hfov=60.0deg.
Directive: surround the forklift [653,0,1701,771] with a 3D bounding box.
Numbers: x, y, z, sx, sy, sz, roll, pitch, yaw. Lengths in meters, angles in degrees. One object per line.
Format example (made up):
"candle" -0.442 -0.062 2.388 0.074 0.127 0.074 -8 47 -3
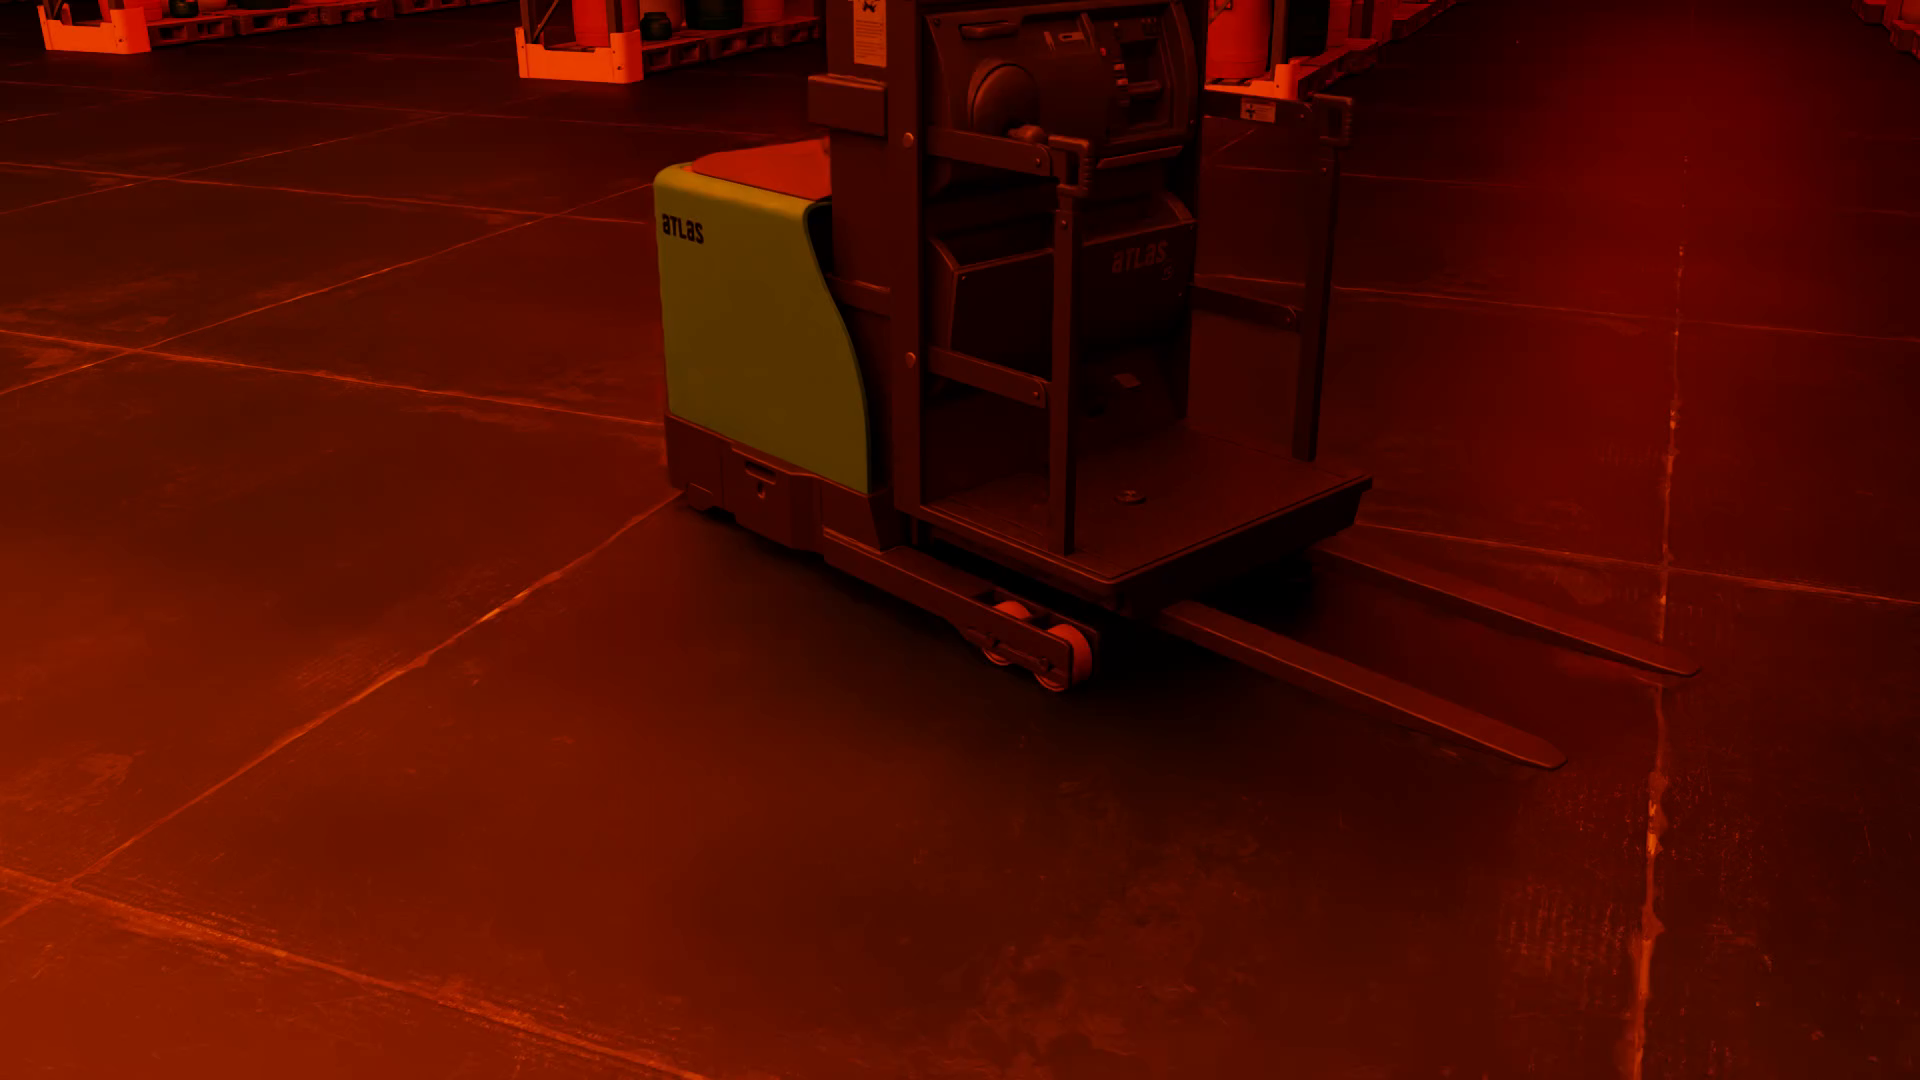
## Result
"forklift" 0.429 -1.194 4.150 1.130 2.935 3.031 -20 30 -39
